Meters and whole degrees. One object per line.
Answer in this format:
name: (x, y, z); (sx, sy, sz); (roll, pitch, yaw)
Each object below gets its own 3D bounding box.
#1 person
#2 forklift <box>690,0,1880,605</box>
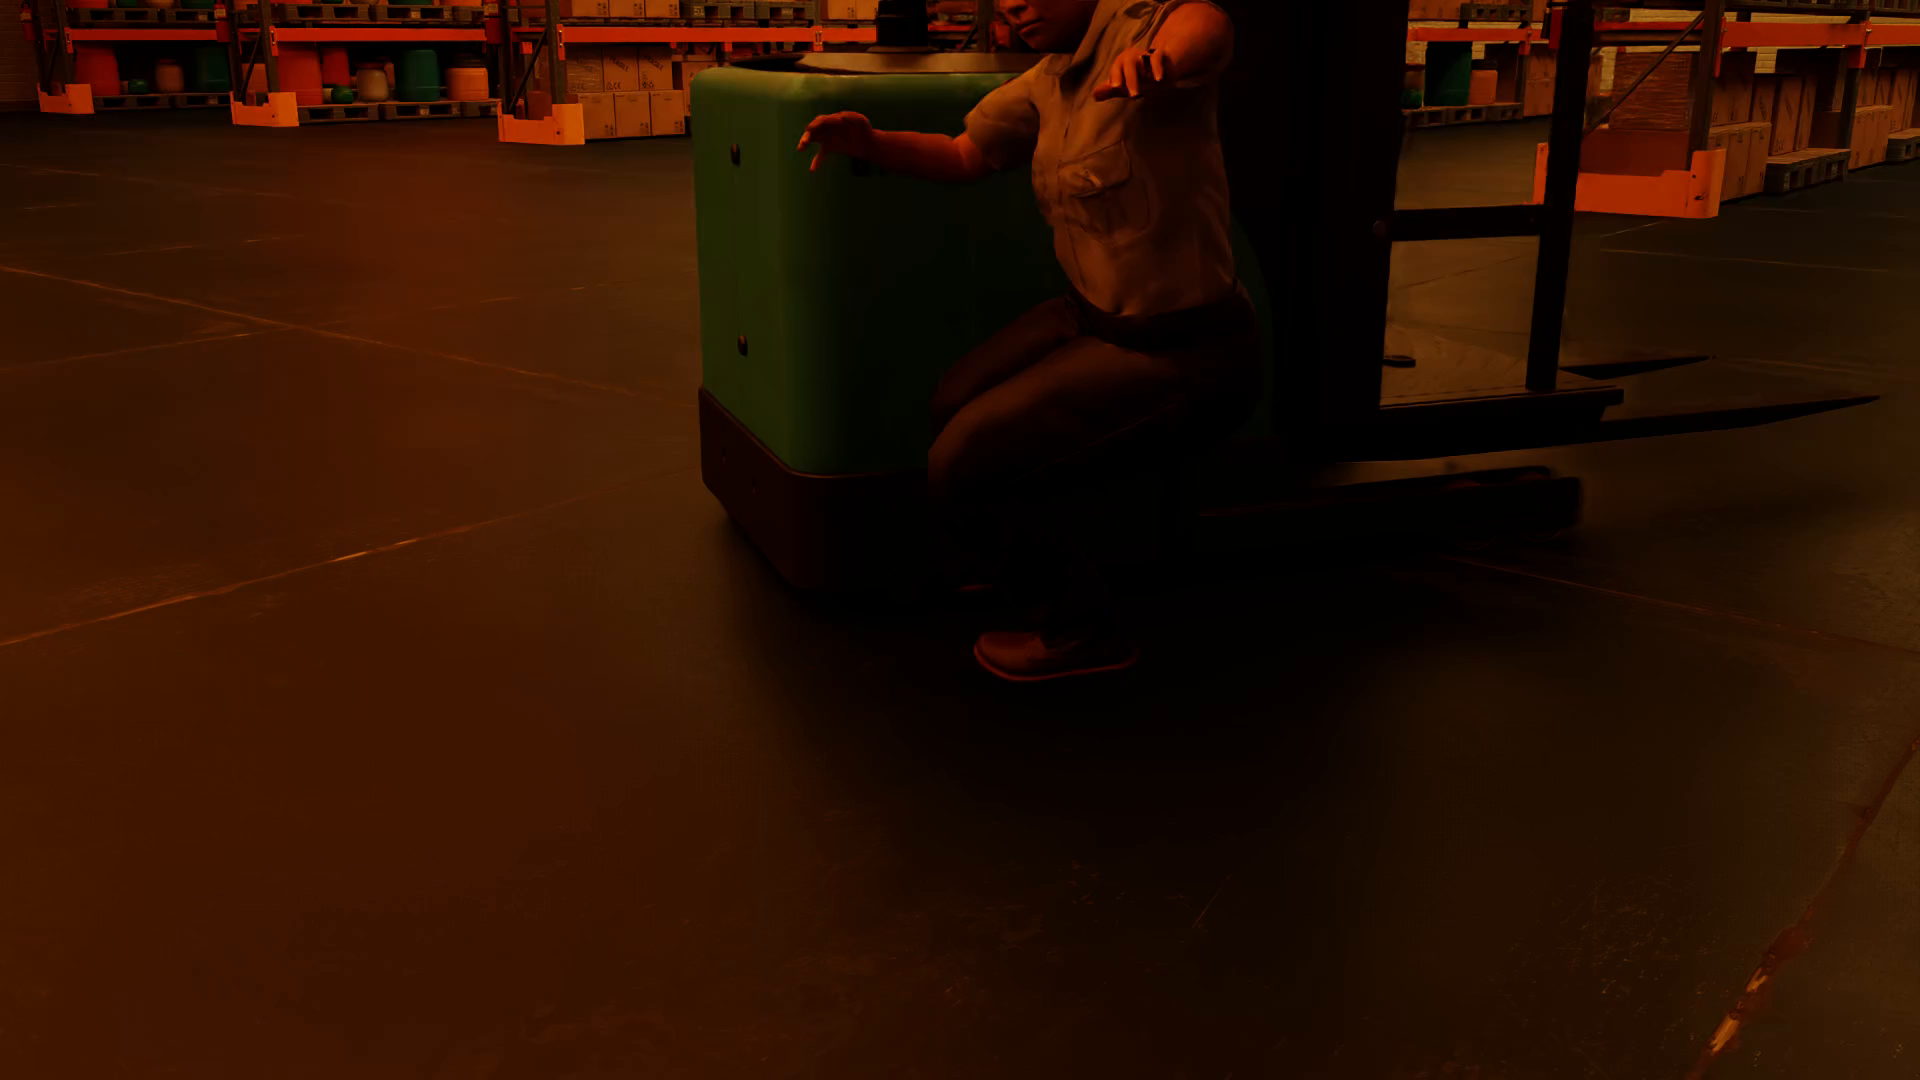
person: (0.130, -0.346, 2.744); (0.760, 1.377, 1.526); (-4, 17, -14)
forklift: (0.924, -1.514, 3.883); (3.031, 2.935, 1.130); (-6, 18, -19)
